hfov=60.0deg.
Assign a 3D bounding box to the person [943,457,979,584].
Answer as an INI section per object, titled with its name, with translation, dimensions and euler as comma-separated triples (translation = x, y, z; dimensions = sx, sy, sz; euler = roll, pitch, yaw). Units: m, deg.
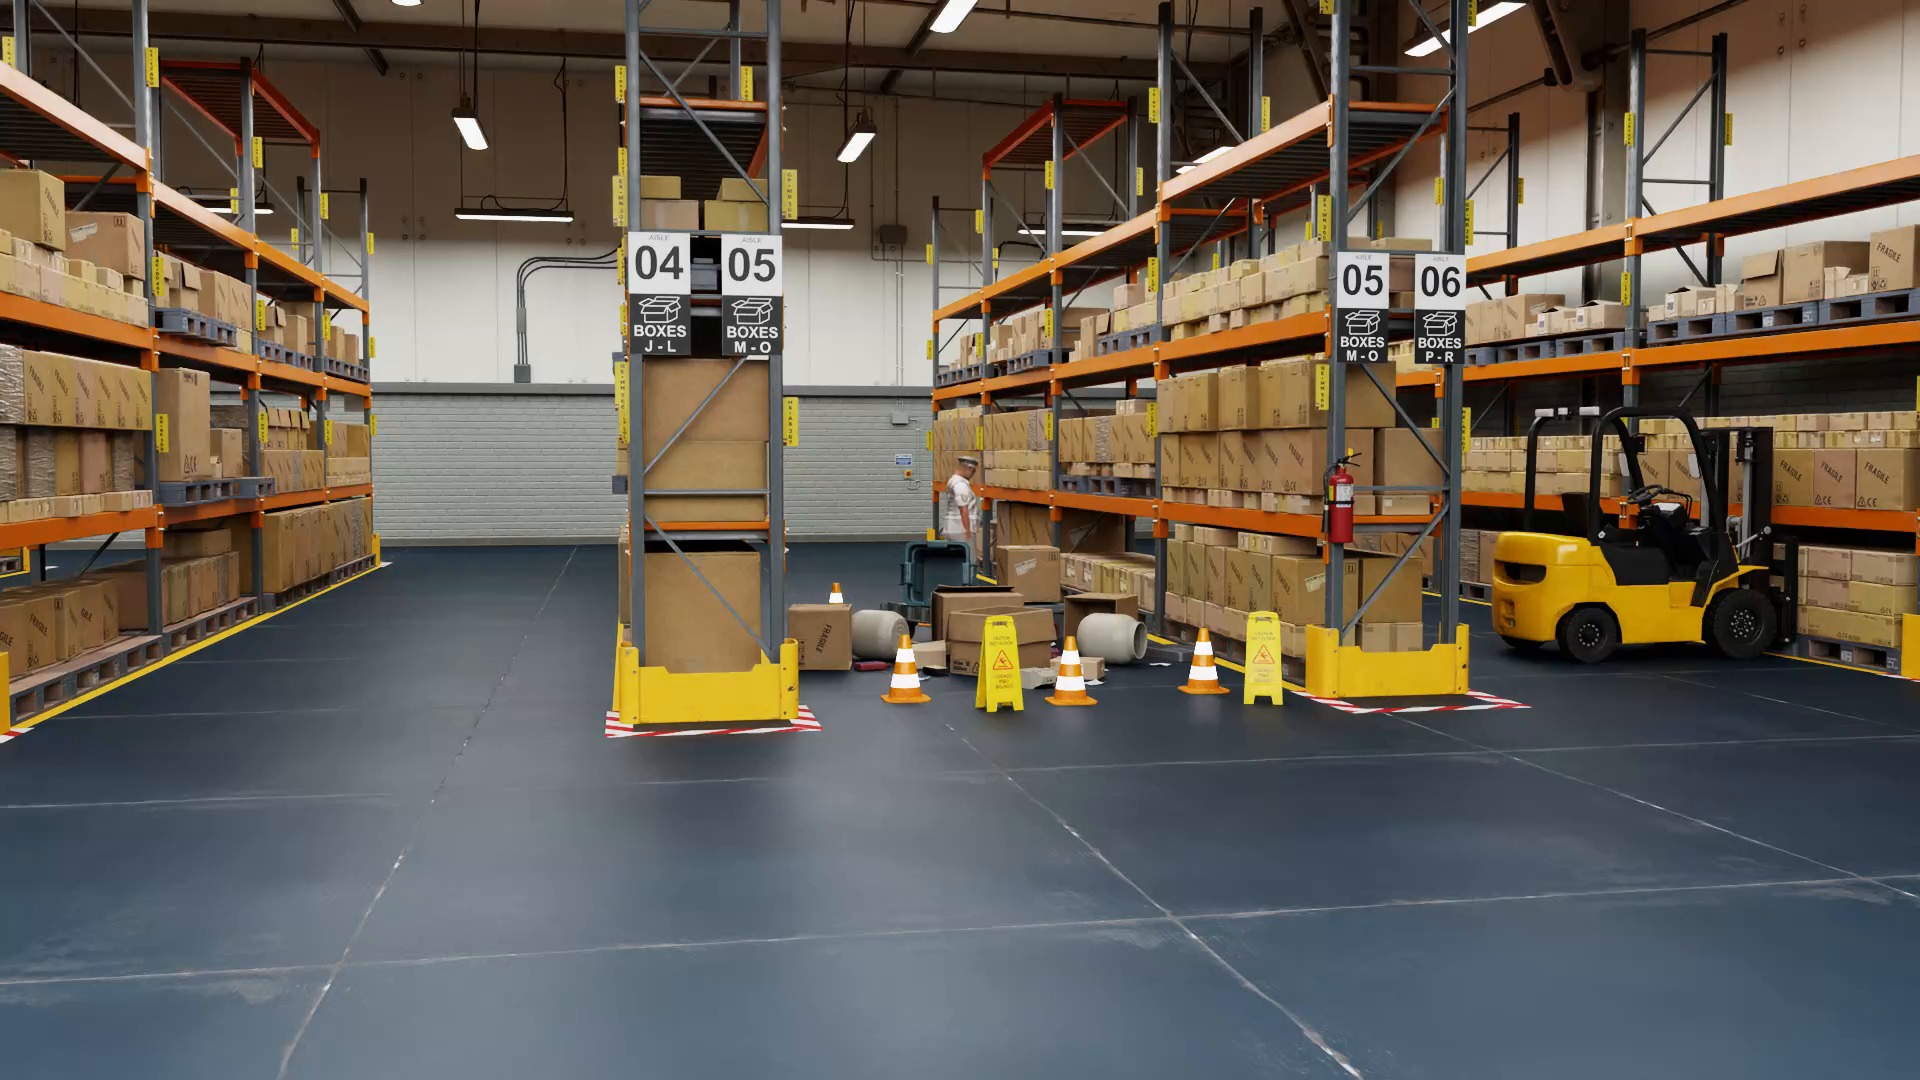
[person]
translation = 0.015, -0.051, 18.322
dimensions = 0.393, 1.733, 0.538
euler = -1, 3, -10
